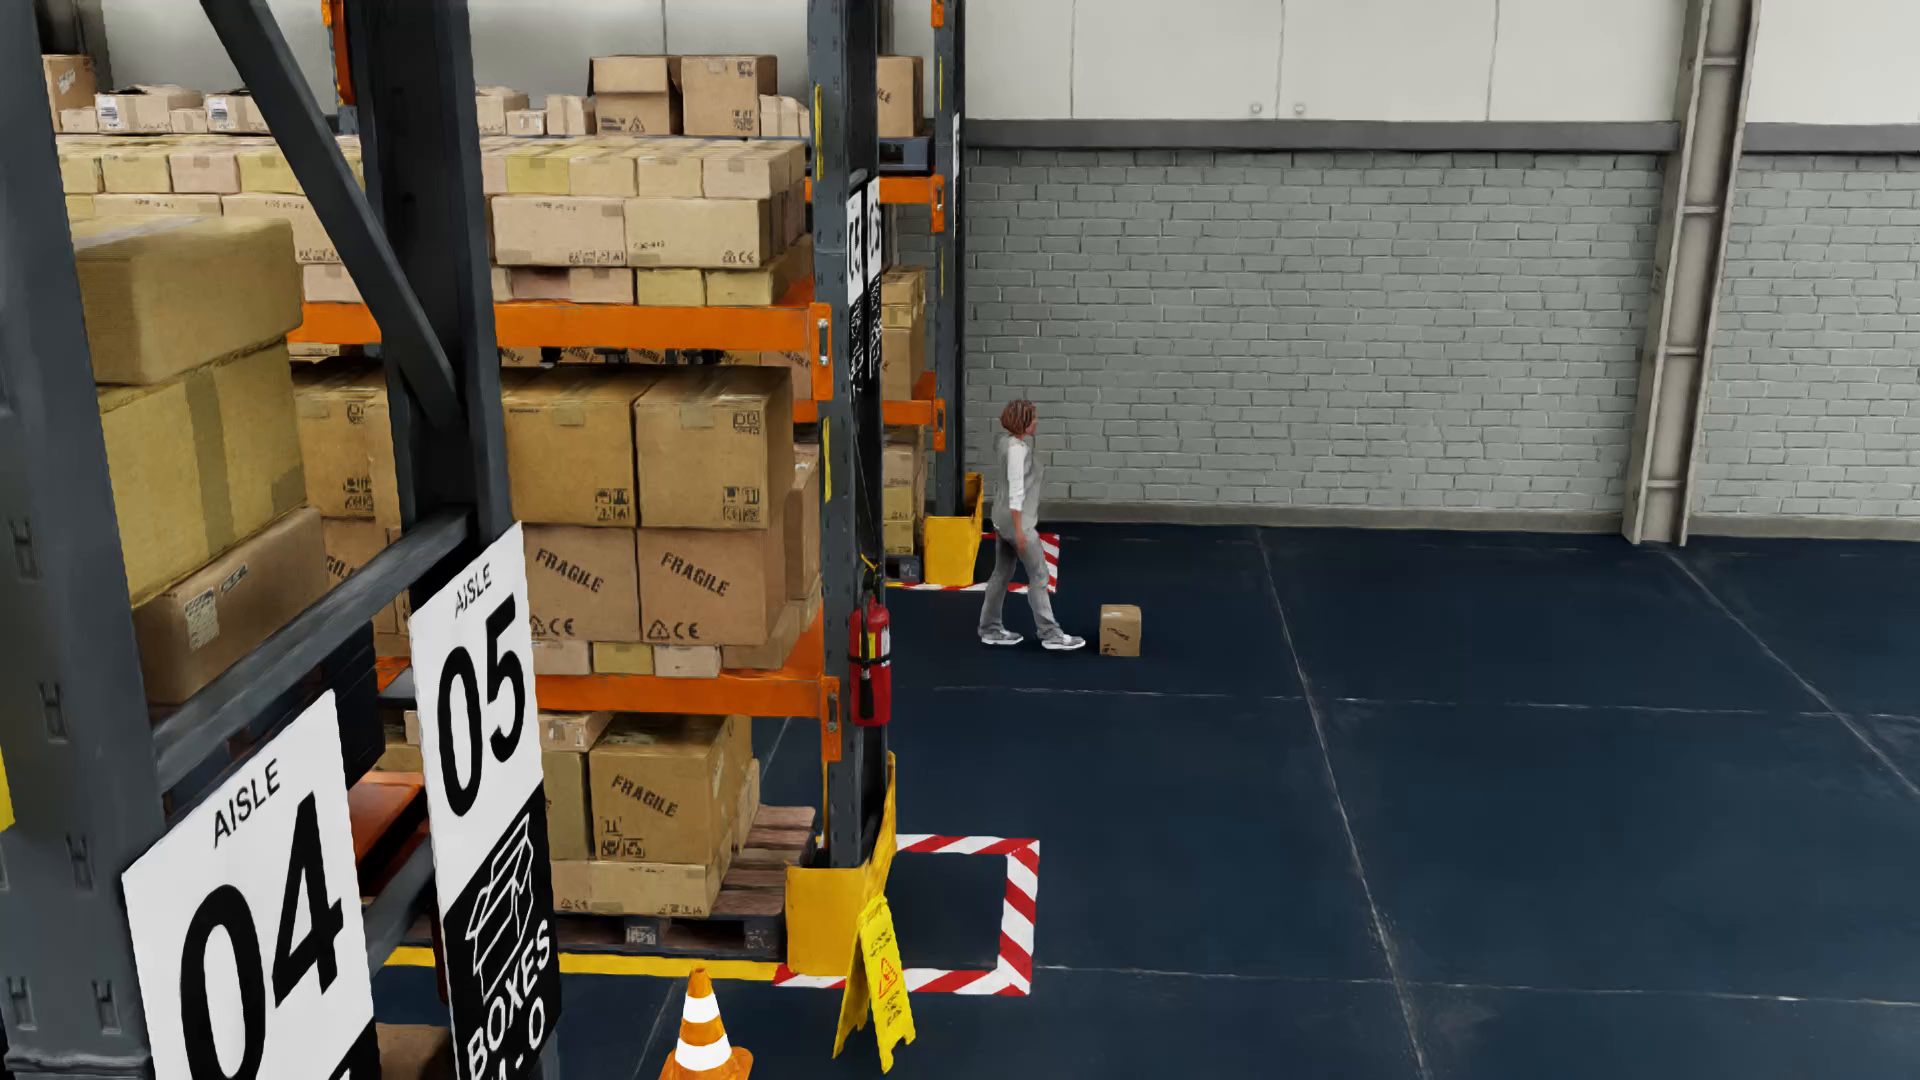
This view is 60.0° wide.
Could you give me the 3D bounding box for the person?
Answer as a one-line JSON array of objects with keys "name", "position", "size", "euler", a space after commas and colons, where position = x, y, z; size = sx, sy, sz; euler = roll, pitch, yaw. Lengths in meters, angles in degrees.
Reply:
[{"name": "person", "position": [0.436, -0.097, 10.344], "size": [0.644, 1.590, 0.435], "euler": [-3, 18, -10]}]
